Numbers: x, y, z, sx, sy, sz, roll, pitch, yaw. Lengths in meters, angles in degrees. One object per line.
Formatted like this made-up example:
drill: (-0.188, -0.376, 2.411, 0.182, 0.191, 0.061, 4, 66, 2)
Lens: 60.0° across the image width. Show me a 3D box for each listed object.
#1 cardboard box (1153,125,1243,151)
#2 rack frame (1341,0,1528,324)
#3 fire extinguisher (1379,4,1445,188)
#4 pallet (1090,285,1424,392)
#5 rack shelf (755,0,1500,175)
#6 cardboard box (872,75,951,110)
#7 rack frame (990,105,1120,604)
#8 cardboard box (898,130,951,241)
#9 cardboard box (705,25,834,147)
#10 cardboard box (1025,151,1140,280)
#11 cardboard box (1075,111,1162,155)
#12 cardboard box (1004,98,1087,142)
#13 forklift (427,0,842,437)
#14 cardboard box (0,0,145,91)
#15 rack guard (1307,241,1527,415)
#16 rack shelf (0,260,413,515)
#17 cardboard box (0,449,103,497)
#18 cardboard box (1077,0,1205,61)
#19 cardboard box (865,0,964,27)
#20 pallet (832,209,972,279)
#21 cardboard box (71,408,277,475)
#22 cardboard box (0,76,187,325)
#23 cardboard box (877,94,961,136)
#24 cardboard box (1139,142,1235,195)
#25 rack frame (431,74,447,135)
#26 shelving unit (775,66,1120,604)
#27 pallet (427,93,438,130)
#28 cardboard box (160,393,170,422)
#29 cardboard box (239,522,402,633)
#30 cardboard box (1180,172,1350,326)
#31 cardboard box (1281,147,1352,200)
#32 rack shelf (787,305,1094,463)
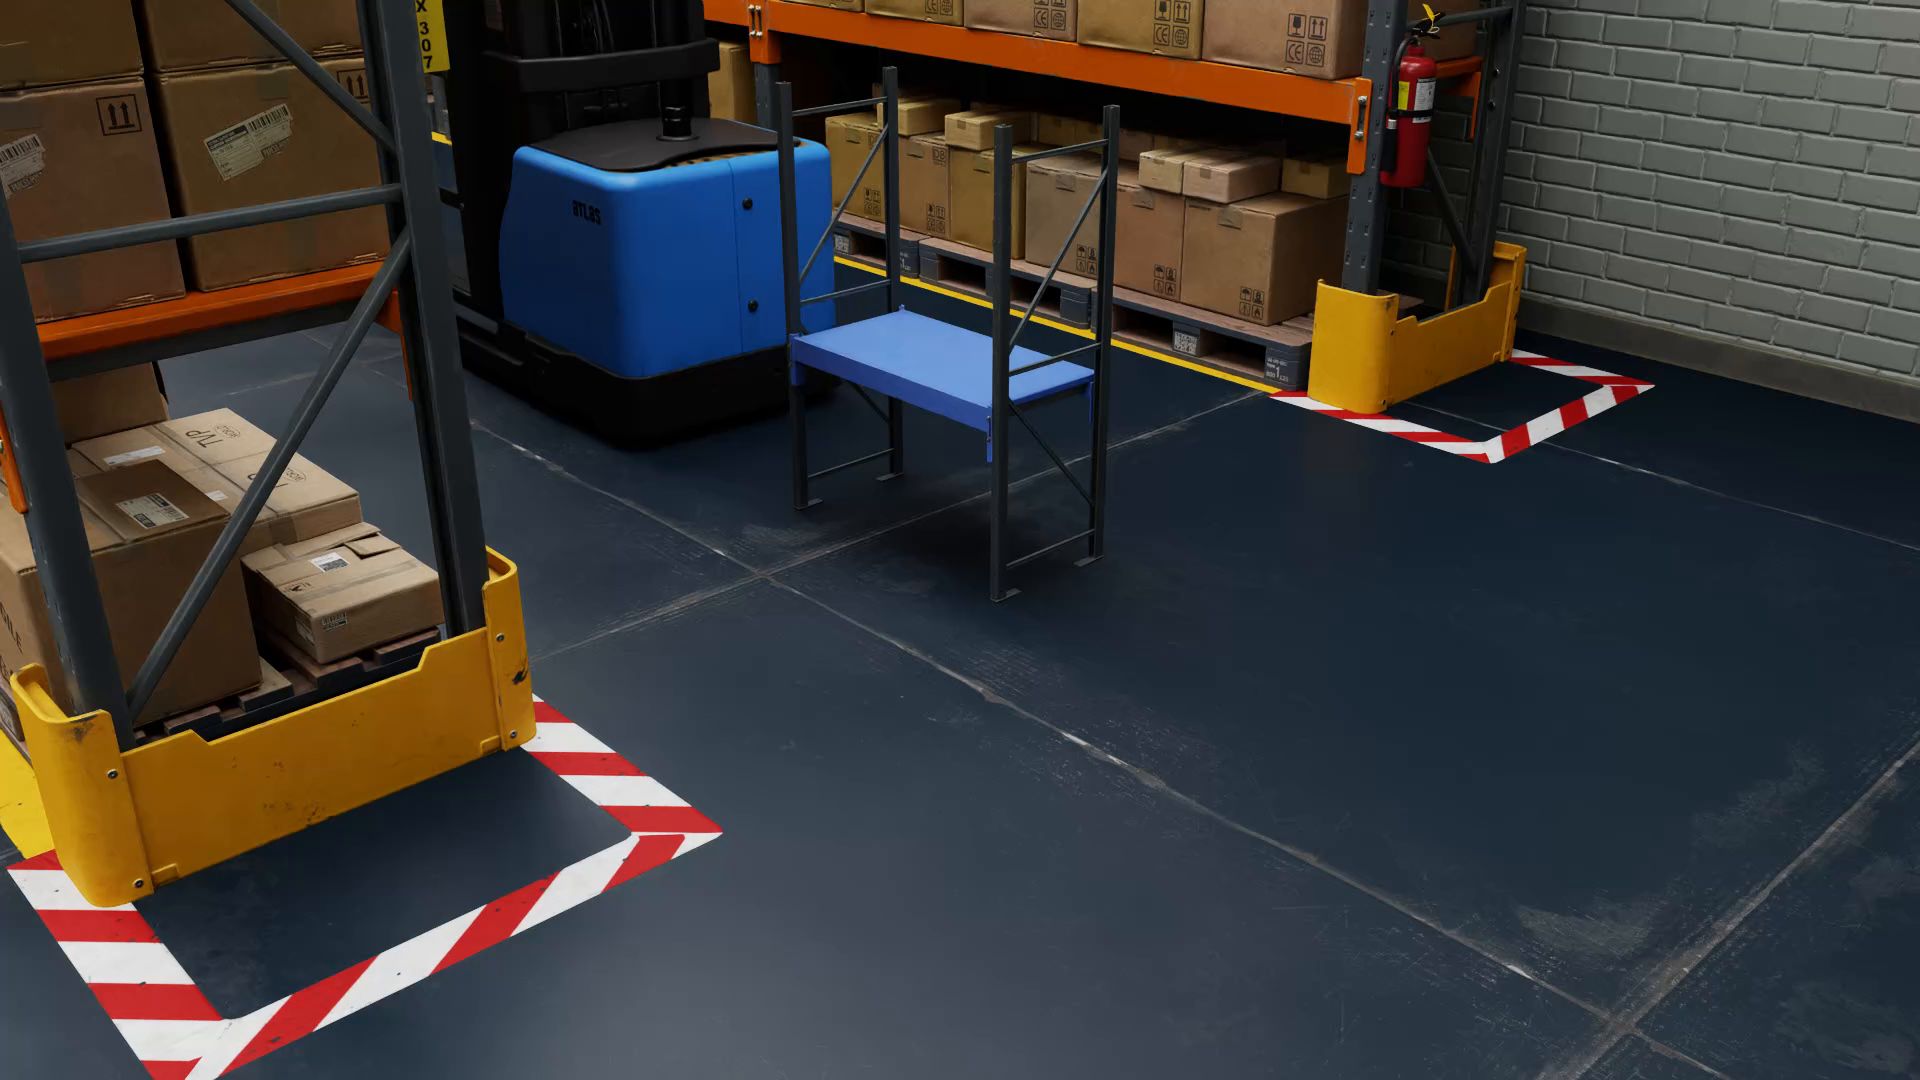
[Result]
cardboard box: (1.144, -1.879, 7.979, 0.380, 0.149, 0.250, -21, 32, -38)
rack frame: (1.982, -2.098, 6.735, 1.000, 3.000, 0.127, -21, 32, -38)
fire extinguisher: (1.748, -1.717, 6.441, 0.296, 0.674, 0.183, -21, 32, -38)
pallet: (1.378, -1.049, 7.796, 1.003, 0.211, 1.213, -21, 32, -38)
rack shelf: (0.615, -2.377, 8.213, 1.077, 0.370, 4.000, -21, 32, -38)
cardboard box: (-0.270, -2.504, 9.348, 0.380, 0.149, 0.250, -21, 32, -39)
rack frame: (0.289, -0.554, 5.158, 0.500, 1.500, 0.032, -21, 32, -38)
cardboard box: (0.025, -1.955, 8.927, 0.700, 0.500, 0.500, -22, 32, -39)
cardboard box: (-1.291, -2.683, 10.101, 0.750, 0.750, 0.750, -21, 32, -38)
cardboard box: (0.744, -1.639, 8.235, 0.500, 0.500, 0.700, 23, 33, 40)
cardboard box: (0.794, -2.033, 8.317, 0.380, 0.149, 0.250, -21, 32, -38)
cardboard box: (0.444, -2.188, 8.656, 0.380, 0.149, 0.250, -21, 32, -38)
forklift: (-1.834, -2.269, 7.192, 1.130, 2.935, 3.031, -19, 31, -36)
cardboard box: (-2.137, -1.249, 3.549, 0.500, 0.500, 0.500, -22, 32, -39)
rack guard: (1.998, -0.954, 7.238, 1.175, 0.500, 0.348, -21, 32, -38)
rack shelf: (-2.999, -0.970, 5.130, 1.077, 0.370, 4.000, -21, 32, -38)
cardboard box: (-2.811, -0.032, 4.989, 0.500, 0.250, 0.500, -21, 32, -38)
cardboard box: (1.120, -2.604, 7.482, 0.980, 0.700, 0.700, -22, 32, -39)
cardboard box: (0.101, -3.055, 8.471, 0.980, 0.700, 0.700, -22, 33, -40)
pallet: (-0.290, -1.789, 9.417, 1.003, 0.211, 1.213, -21, 32, -38)
cardboard box: (-2.480, -0.189, 5.333, 0.500, 0.250, 0.500, -21, 32, -38)
cardboard box: (-2.137, -0.796, 3.760, 0.500, 0.500, 0.500, -20, 31, -37)
cardboard box: (-0.215, -2.248, 8.787, 0.380, 0.149, 0.250, -20, 31, -37)
cardboard box: (1.034, -1.695, 7.576, 0.380, 0.149, 0.250, -20, 31, -37)
rack frame: (-3.486, -4.522, 12.048, 1.000, 3.000, 0.127, -21, 32, -38)
shelving unit: (-0.058, -0.708, 5.495, 0.538, 1.500, 1.048, -21, 32, -38)
pallet: (-4.019, -3.490, 13.147, 1.003, 0.211, 1.213, -21, 32, -38)
cardboard box: (-3.257, -0.561, 6.075, 0.500, 0.311, 0.500, -21, 32, -38)
cardboard box: (-1.838, 0.097, 4.807, 0.380, 0.166, 0.250, -21, 32, -38)
cardboard box: (1.430, -1.336, 7.569, 0.700, 0.500, 0.500, -21, 32, -38)
cardboard box: (1.662, -1.650, 7.476, 0.380, 0.149, 0.250, -21, 32, -38)
rack shelf: (-0.058, -0.545, 5.570, 0.538, 0.185, 1.000, -21, 32, -38)
